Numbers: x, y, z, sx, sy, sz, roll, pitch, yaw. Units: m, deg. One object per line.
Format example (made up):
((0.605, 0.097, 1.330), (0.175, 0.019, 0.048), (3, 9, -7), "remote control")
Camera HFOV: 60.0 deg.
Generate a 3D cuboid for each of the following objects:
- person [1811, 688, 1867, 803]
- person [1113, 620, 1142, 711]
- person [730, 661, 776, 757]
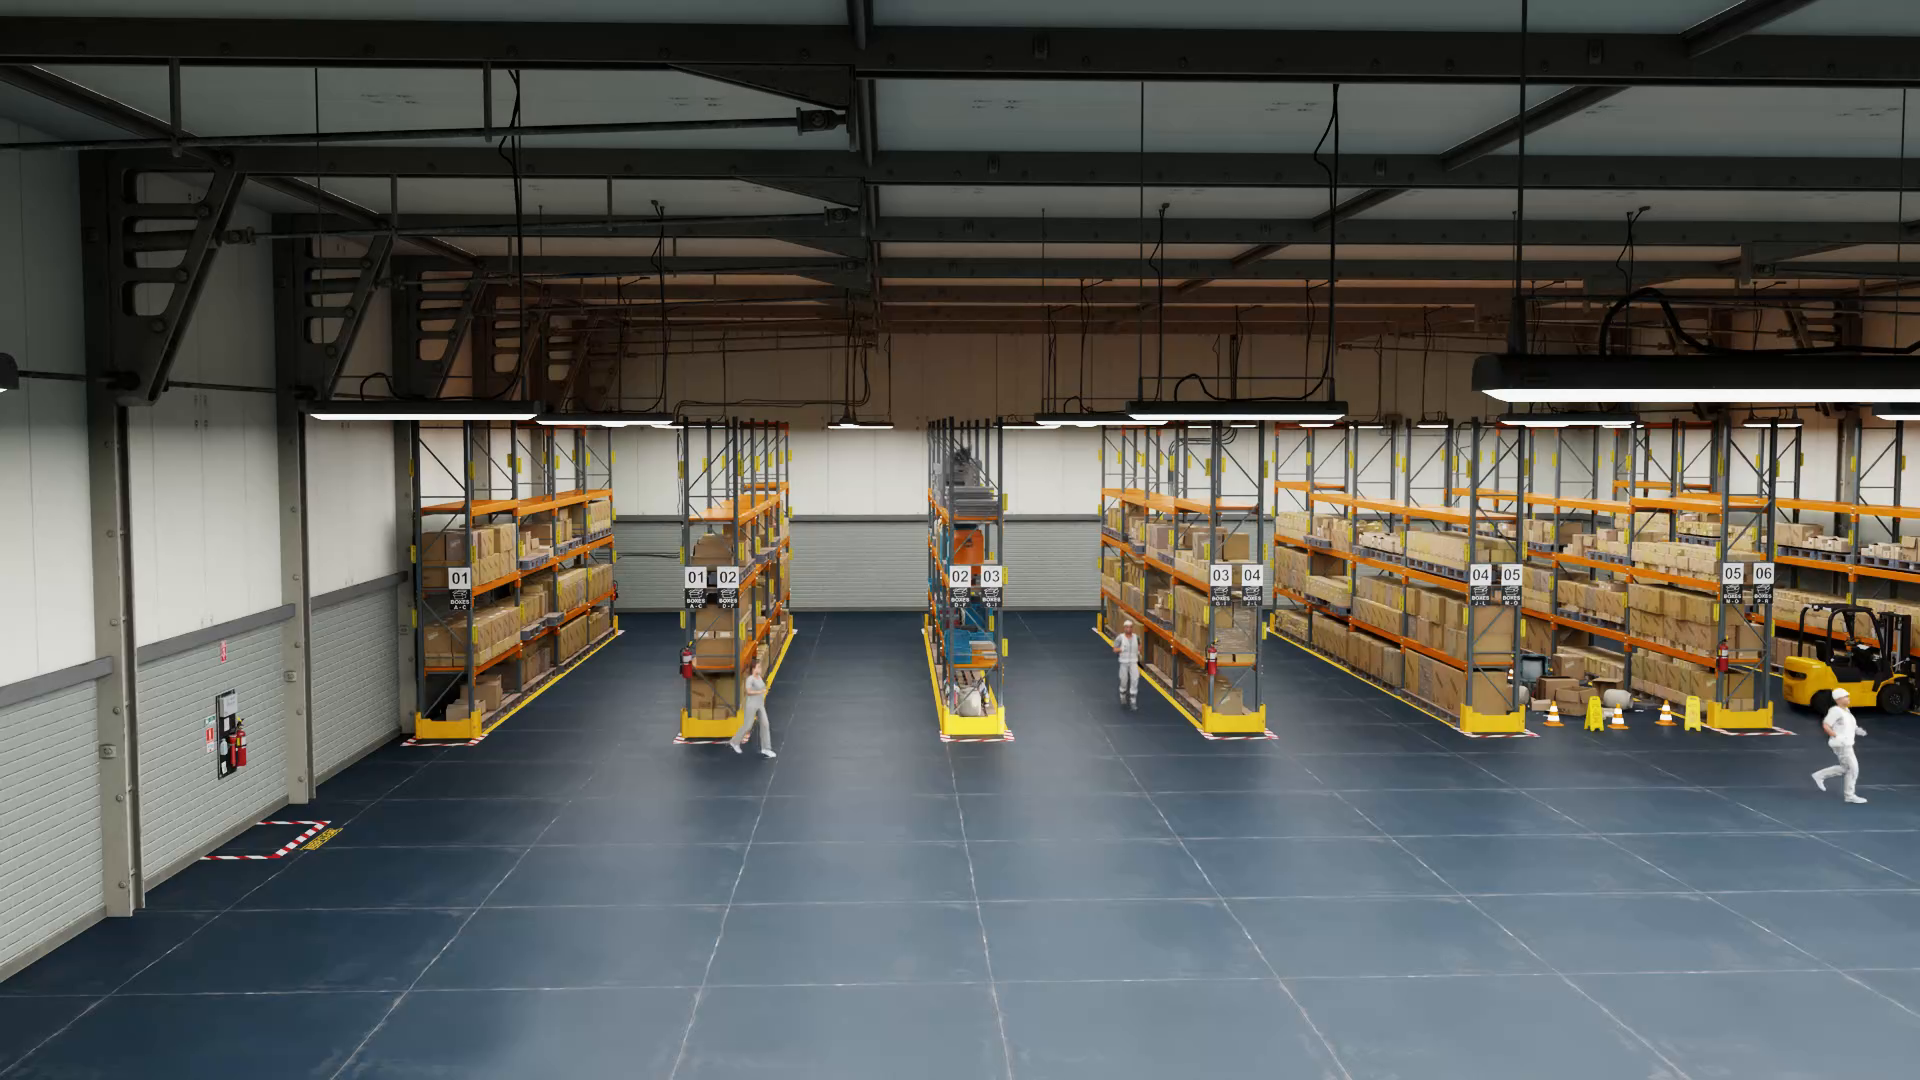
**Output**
((13.620, 3.170, 25.748), (0.818, 1.749, 0.696), (3, 5, 41), "person")
((3.472, 2.567, 34.298), (0.636, 1.821, 0.843), (0, 4, -5), "person")
((-3.624, 2.948, 29.259), (0.944, 1.671, 0.564), (2, 4, 31), "person")
